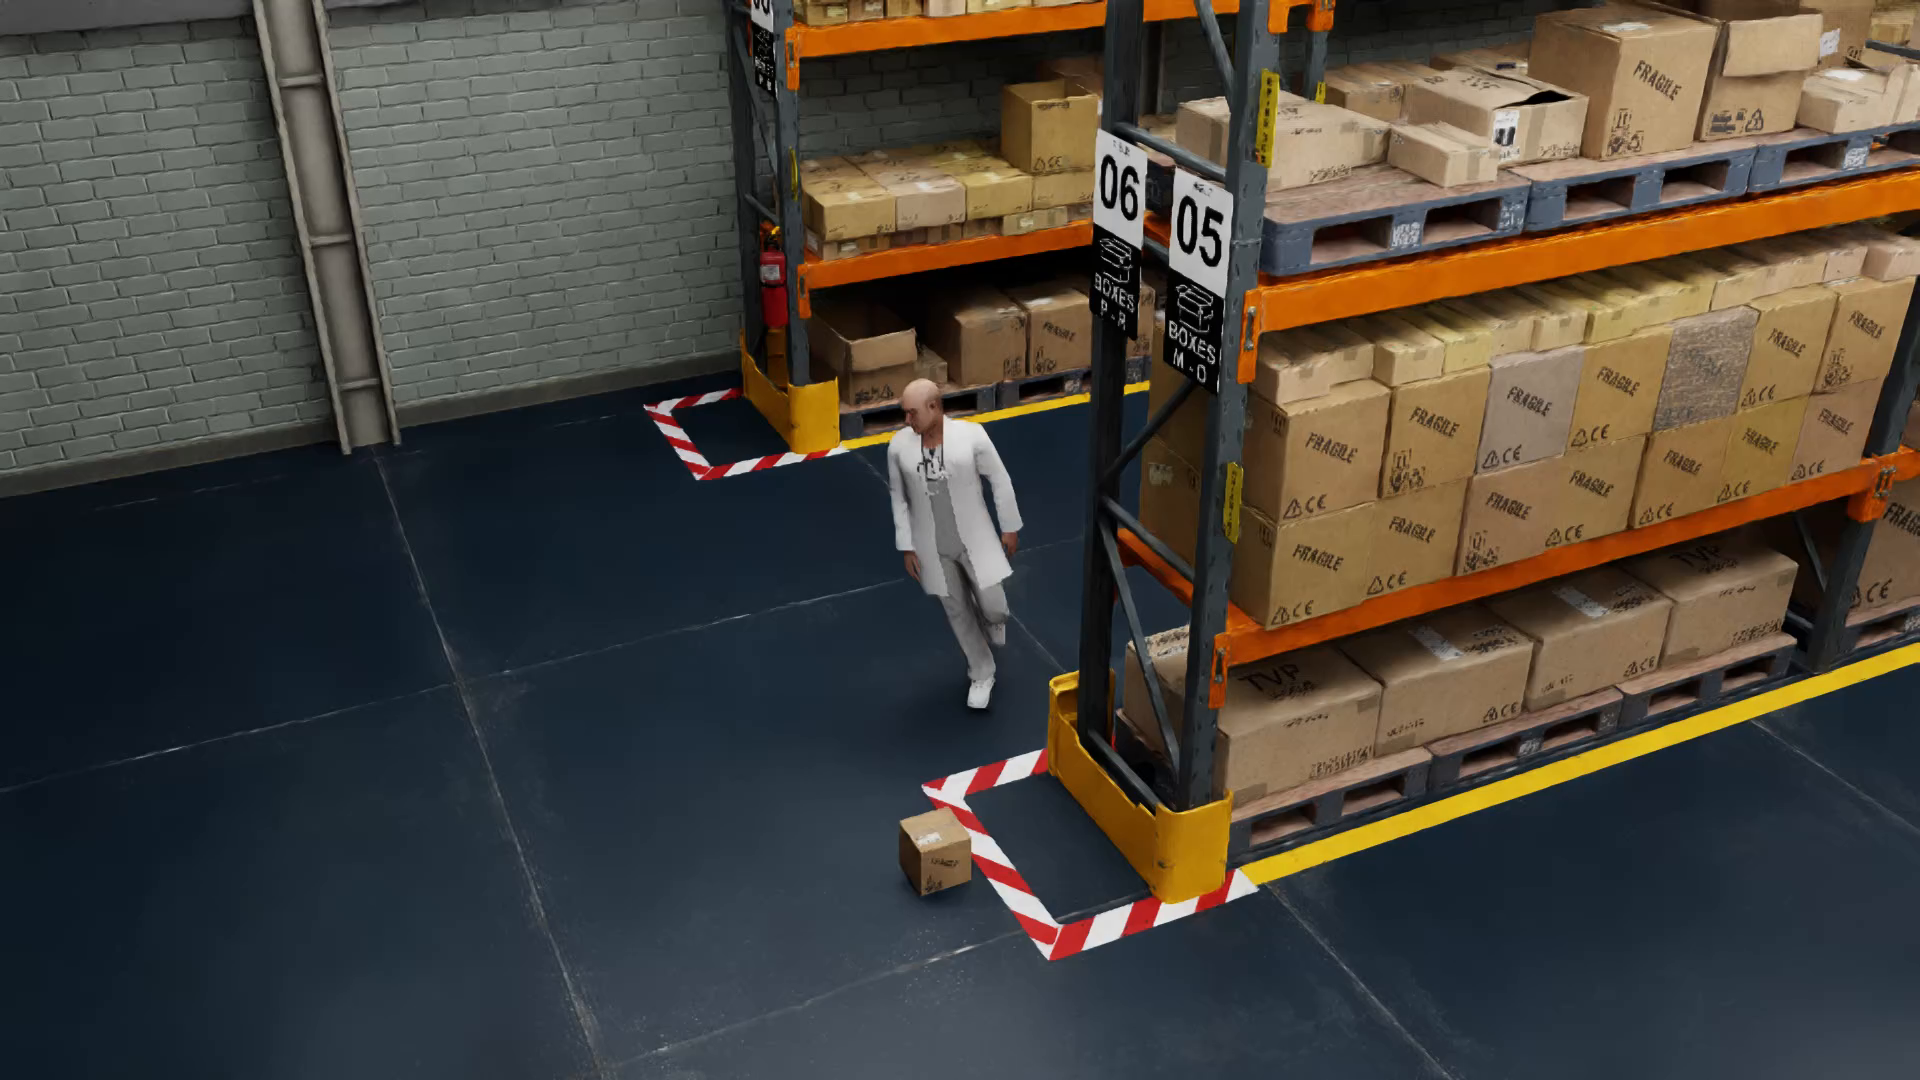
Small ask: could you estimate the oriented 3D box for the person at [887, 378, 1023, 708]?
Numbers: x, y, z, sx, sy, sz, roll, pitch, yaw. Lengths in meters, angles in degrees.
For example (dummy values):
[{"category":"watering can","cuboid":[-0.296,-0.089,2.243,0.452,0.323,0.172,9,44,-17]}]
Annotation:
[{"category":"person","cuboid":[-0.023,0.072,8.556,0.690,1.551,0.678,1,29,1]}]
